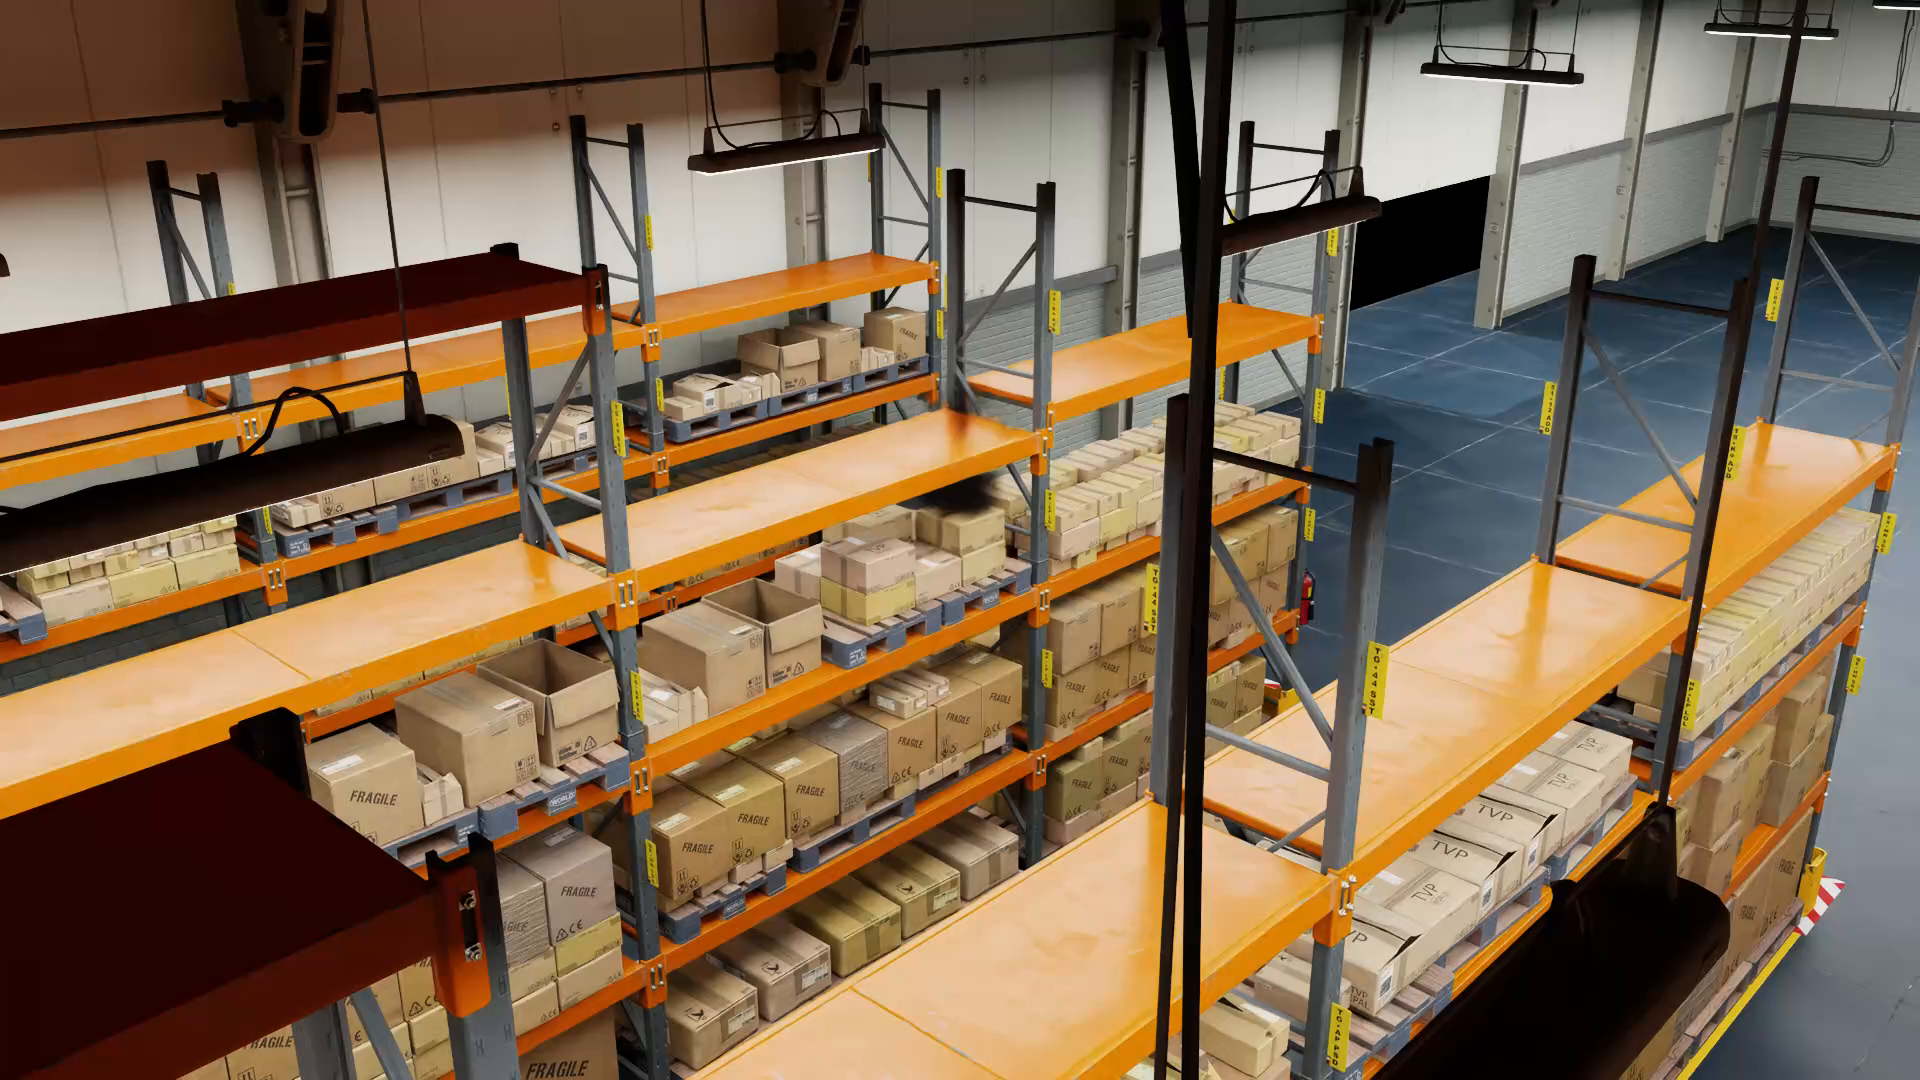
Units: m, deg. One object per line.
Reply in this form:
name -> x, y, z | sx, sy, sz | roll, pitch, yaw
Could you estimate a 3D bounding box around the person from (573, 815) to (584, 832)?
person -> -2.993, 2.582, 13.070 | 0.583, 1.655, 0.962 | 19, 28, 40
